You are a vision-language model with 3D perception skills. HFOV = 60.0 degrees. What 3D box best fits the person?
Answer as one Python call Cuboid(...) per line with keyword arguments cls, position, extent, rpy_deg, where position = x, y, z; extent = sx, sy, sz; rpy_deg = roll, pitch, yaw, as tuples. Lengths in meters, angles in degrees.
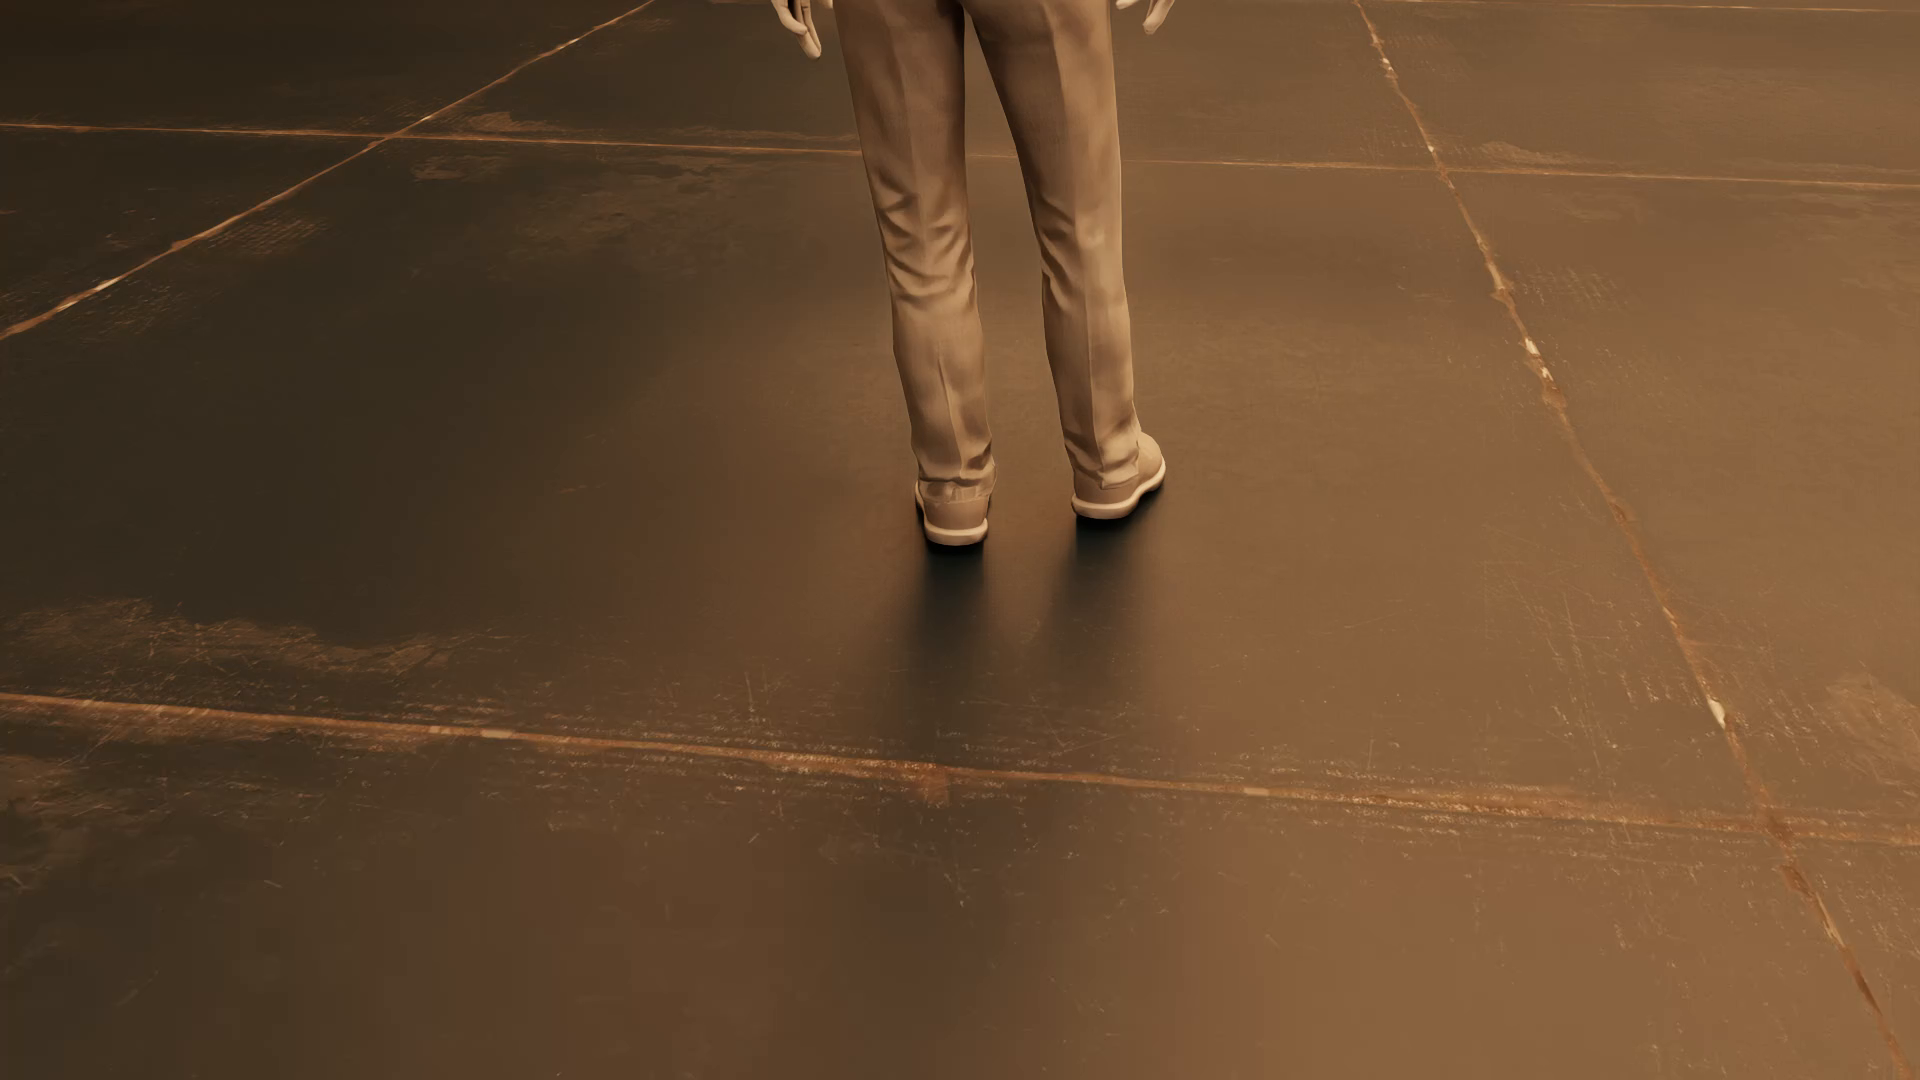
Cuboid(cls="person", position=(0.016, -0.795, 2.179), extent=(0.586, 1.694, 0.530), rpy_deg=(3, 27, 7))
